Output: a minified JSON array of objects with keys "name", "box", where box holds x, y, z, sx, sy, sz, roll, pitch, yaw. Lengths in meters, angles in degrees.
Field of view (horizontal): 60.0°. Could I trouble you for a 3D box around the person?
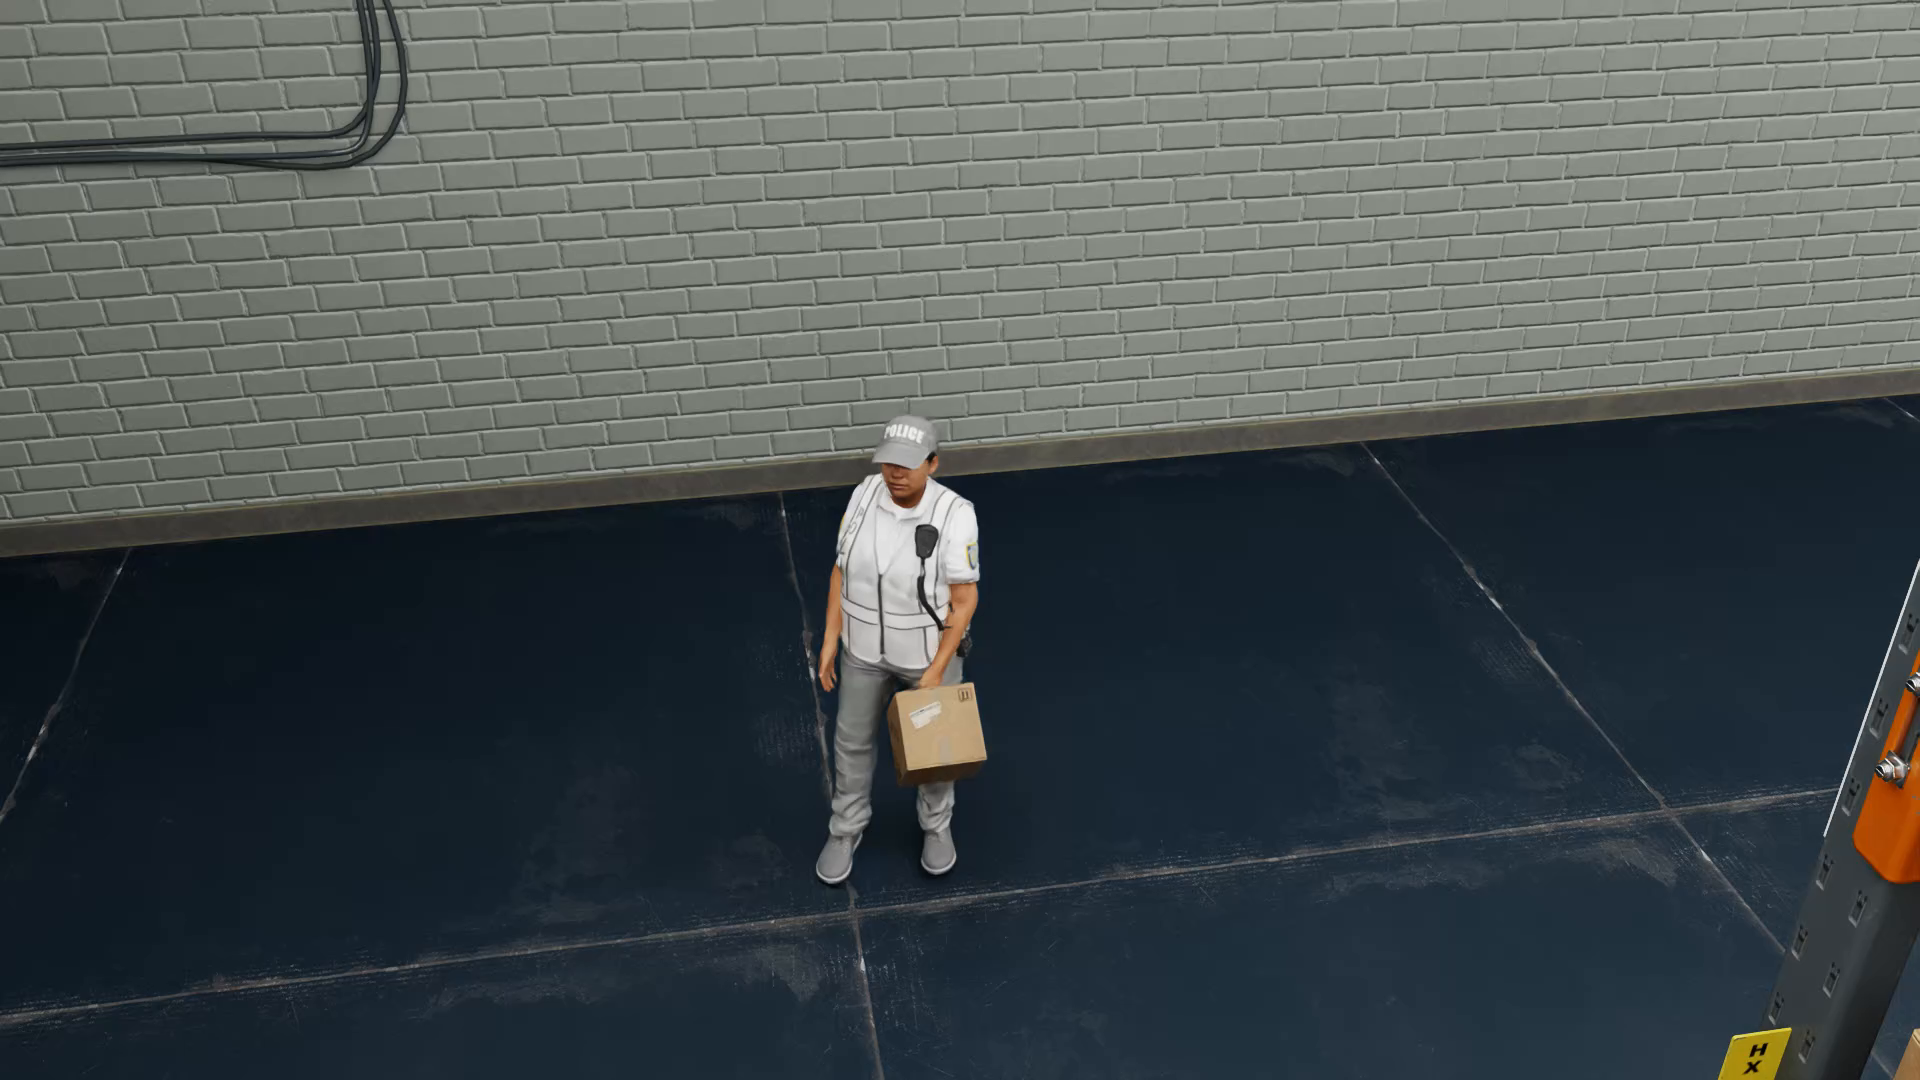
[{"name":"person","box":[-0.201,0.387,5.461,0.512,1.669,0.511,10,32,17]}]
